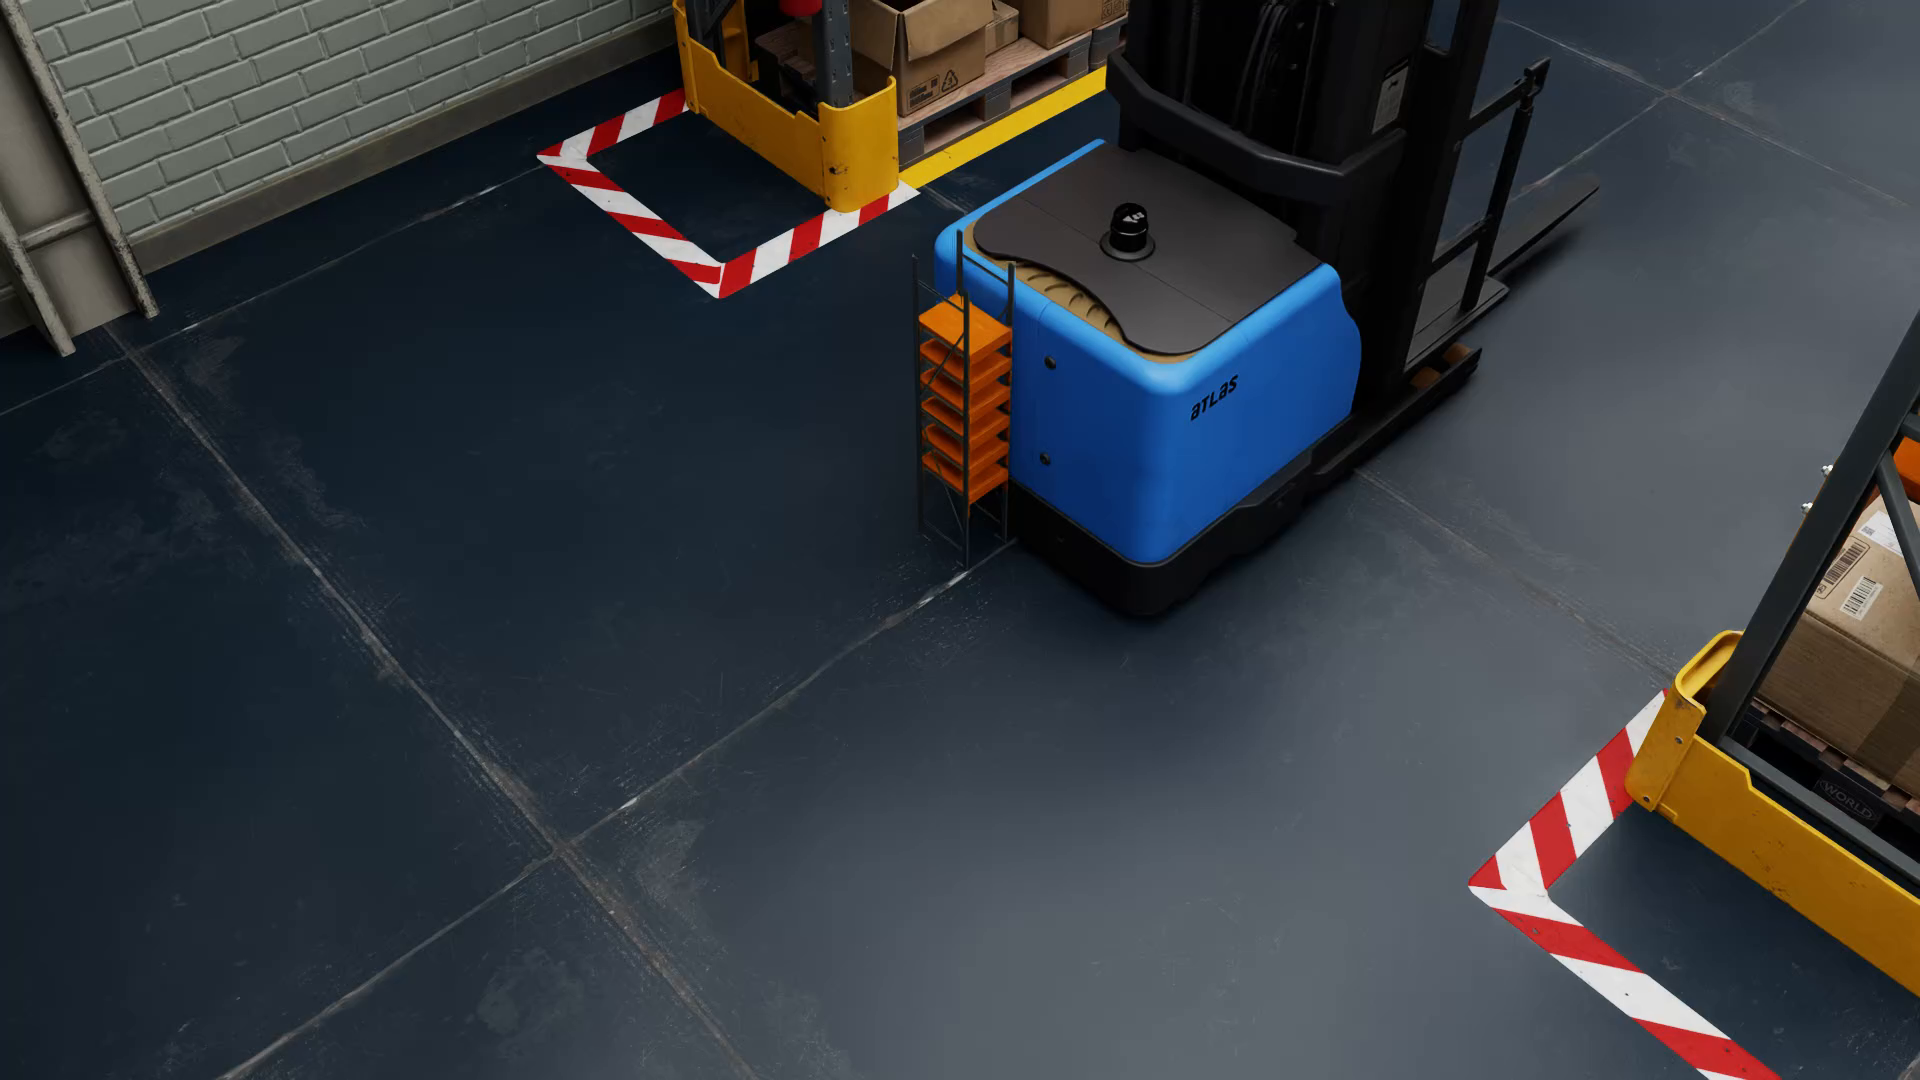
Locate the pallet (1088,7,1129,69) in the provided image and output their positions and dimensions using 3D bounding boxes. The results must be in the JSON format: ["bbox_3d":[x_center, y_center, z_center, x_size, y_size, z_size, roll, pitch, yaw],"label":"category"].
[{"bbox_3d":[0.737,-2.830,8.218,1.213,0.211,1.003,-34,56,-27],"label":"pallet"}]

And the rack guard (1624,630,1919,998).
[{"bbox_3d":[2.513,0.813,4.660,0.348,0.500,1.175,-34,56,-27],"label":"rack guard"}]

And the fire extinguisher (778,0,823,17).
[{"bbox_3d":[-0.609,-2.267,6.107,0.183,0.674,0.296,-34,56,-27],"label":"fire extinguisher"}]

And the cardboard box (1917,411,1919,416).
[{"bbox_3d":[2.710,-0.463,4.068,0.500,0.500,0.500,-33,56,-27],"label":"cardboard box"}]

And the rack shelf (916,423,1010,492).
[{"bbox_3d":[0.009,-0.301,5.435,0.180,0.103,0.258,-35,56,-28],"label":"rack shelf"}]

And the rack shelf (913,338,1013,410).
[{"bbox_3d":[0.009,-0.545,5.171,0.180,0.103,0.258,-35,56,-28],"label":"rack shelf"}]

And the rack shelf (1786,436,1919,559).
[{"bbox_3d":[4.011,-0.791,4.929,4.000,0.370,1.077,-34,56,-27],"label":"rack shelf"}]

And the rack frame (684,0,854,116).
[{"bbox_3d":[-0.811,-2.744,6.241,0.127,3.000,1.000,-34,56,-27],"label":"rack frame"}]

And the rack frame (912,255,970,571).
[{"bbox_3d":[-0.057,-0.366,5.271,0.006,1.200,0.240,-35,56,-28],"label":"rack frame"}]

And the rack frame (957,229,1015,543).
[{"bbox_3d":[0.075,-0.459,5.357,0.006,1.200,0.240,-35,56,-28],"label":"rack frame"}]

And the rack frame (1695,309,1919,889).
[{"bbox_3d":[2.531,-0.046,3.752,0.127,3.000,1.000,-34,56,-27],"label":"rack frame"}]

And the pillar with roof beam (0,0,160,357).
[{"bbox_3d":[-0.516,-1.594,1.098,0.400,9.000,9.100,-34,56,-27],"label":"pillar with roof beam"}]

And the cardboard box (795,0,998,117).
[{"bbox_3d":[-0.295,-2.290,7.235,0.637,0.503,0.797,-36,57,-28],"label":"cardboard box"}]

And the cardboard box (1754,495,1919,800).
[{"bbox_3d":[2.952,0.299,4.891,0.875,0.438,0.875,-36,57,-28],"label":"cardboard box"}]

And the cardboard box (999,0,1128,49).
[{"bbox_3d":[0.364,-2.691,7.607,0.500,0.500,0.700,-32,55,-26],"label":"cardboard box"}]

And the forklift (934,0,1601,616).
[{"bbox_3d":[1.310,-1.718,5.340,3.031,2.935,1.130,-36,57,-28],"label":"forklift"}]

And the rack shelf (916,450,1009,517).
[{"bbox_3d":[0.009,-0.220,5.523,0.180,0.103,0.258,-35,56,-28],"label":"rack shelf"}]

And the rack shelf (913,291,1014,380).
[{"bbox_3d":[0.009,-0.627,5.083,0.180,0.103,0.258,-35,56,-28],"label":"rack shelf"}]

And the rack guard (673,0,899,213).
[{"bbox_3d":[-0.755,-1.934,7.194,0.348,0.500,1.175,-34,56,-27],"label":"rack guard"}]

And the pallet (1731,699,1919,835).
[{"bbox_3d":[3.070,0.461,5.181,1.213,0.211,1.003,-34,56,-27],"label":"pallet"}]

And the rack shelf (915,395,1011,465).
[{"bbox_3d":[0.009,-0.383,5.347,0.180,0.103,0.258,-35,56,-28],"label":"rack shelf"}]

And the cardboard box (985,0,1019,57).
[{"bbox_3d":[0.046,-2.359,7.540,0.250,0.149,0.380,-36,57,-28],"label":"cardboard box"}]

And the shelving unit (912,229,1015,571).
[{"bbox_3d":[0.009,-0.413,5.314,0.189,1.200,0.258,-35,56,-28],"label":"shelving unit"}]

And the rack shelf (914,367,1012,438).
[{"bbox_3d":[0.009,-0.464,5.259,0.180,0.103,0.258,-35,56,-28],"label":"rack shelf"}]

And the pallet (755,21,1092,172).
[{"bbox_3d":[-0.166,-2.230,7.664,1.213,0.211,1.003,-34,56,-27],"label":"pallet"}]
